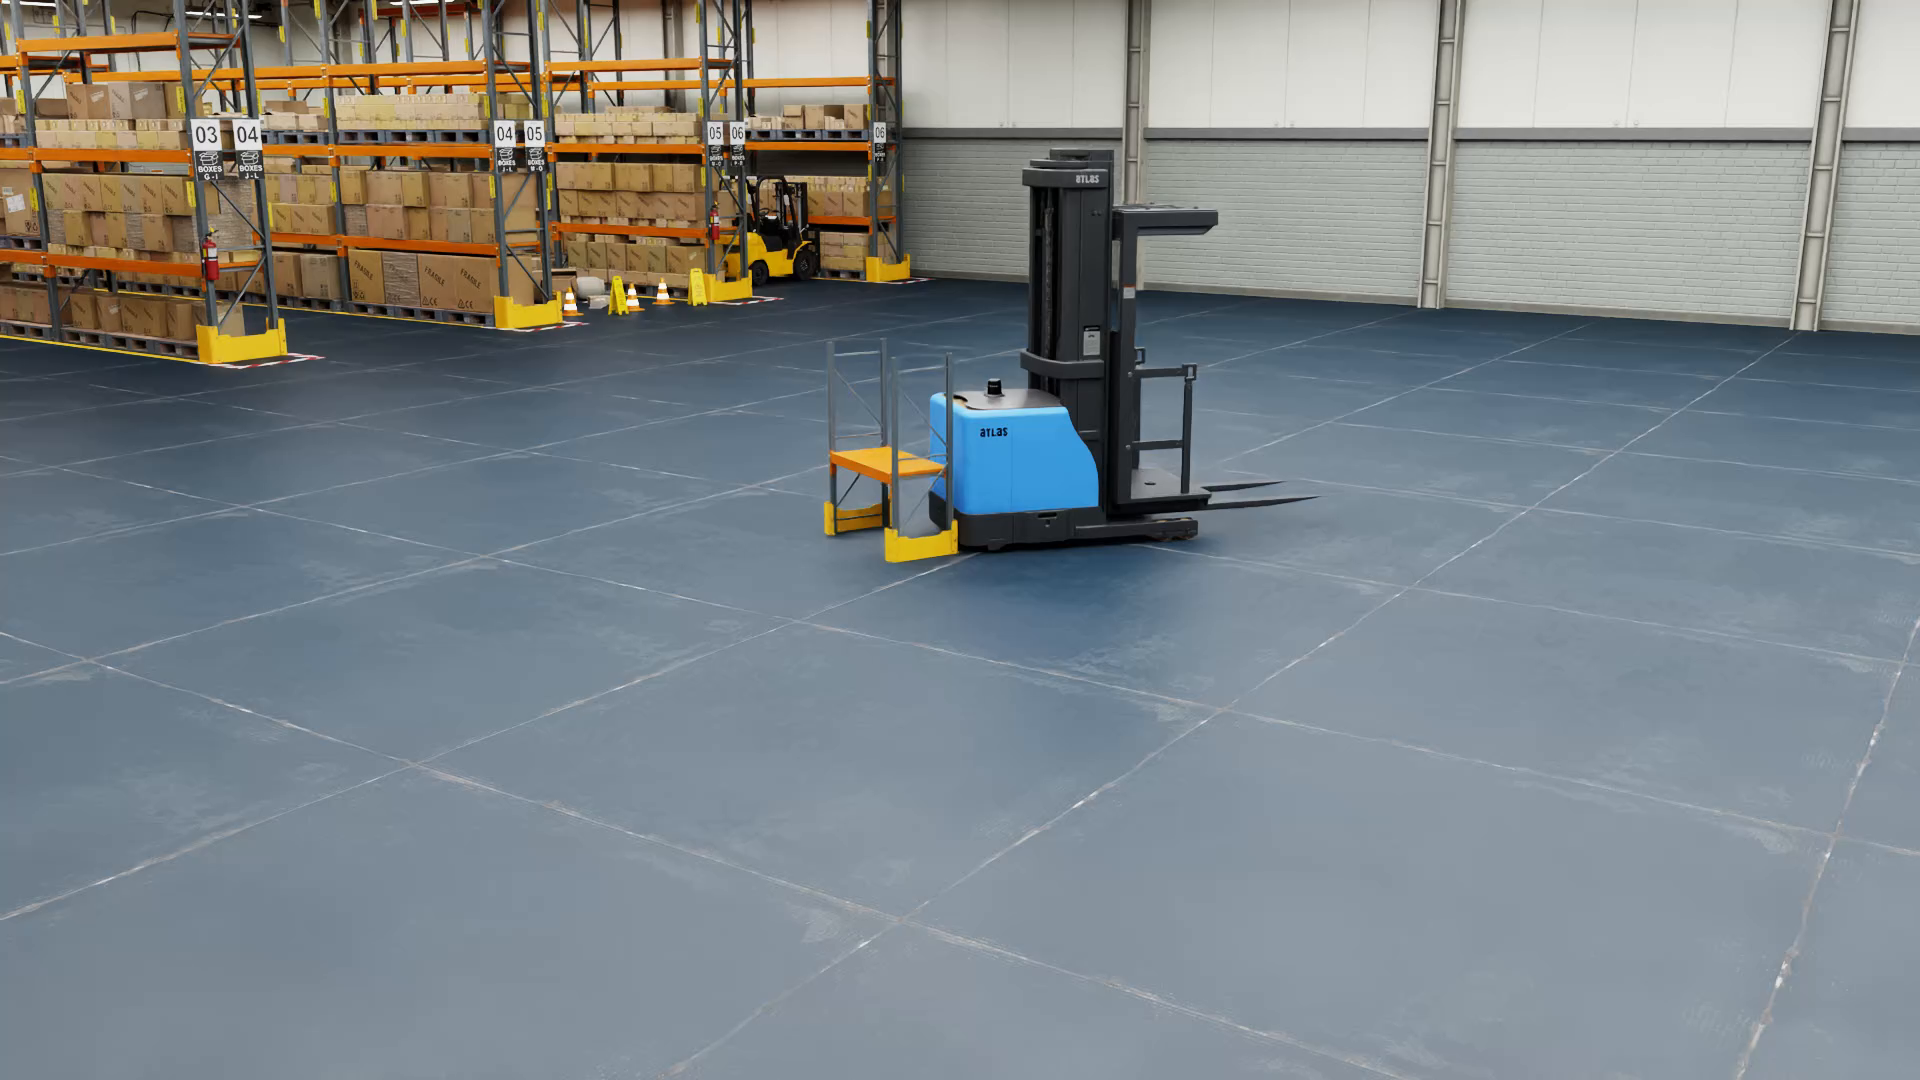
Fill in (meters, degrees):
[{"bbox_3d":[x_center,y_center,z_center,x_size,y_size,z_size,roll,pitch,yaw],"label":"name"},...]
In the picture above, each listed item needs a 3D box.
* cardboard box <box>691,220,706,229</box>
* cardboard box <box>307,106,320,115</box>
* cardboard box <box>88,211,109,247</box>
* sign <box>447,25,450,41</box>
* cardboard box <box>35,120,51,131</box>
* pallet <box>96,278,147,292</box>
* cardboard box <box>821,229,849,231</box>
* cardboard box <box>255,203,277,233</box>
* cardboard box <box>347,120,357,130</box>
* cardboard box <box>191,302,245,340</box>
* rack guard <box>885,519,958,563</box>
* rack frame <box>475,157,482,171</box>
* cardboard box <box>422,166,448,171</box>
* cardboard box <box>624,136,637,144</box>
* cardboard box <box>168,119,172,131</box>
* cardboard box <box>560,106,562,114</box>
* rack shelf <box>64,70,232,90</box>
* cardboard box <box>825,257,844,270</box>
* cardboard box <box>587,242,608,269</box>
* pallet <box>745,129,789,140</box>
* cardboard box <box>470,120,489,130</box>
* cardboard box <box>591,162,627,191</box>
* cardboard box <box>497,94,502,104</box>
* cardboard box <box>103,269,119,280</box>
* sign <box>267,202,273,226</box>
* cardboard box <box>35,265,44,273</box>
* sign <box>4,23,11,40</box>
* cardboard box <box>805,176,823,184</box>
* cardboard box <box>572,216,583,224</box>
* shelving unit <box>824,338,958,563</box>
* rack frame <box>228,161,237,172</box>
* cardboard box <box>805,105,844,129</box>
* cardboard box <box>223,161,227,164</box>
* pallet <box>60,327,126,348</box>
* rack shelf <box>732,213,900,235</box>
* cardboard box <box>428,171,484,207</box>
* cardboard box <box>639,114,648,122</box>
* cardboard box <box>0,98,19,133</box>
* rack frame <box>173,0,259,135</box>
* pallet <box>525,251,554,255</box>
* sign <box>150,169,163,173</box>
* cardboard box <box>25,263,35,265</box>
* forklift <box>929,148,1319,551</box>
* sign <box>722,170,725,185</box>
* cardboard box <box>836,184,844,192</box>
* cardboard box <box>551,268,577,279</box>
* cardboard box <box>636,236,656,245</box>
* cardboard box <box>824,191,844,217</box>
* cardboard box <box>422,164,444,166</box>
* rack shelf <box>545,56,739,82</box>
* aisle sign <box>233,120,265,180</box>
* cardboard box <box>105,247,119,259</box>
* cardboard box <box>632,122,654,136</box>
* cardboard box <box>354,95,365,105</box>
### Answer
[{"bbox_3d":[-4.721,-5.818,30.607,0.250,0.149,0.380,10,17,35],"label":"cardboard box"},{"bbox_3d":[-14.620,-9.420,37.101,0.500,0.500,0.500,10,17,34],"label":"cardboard box"},{"bbox_3d":[-11.936,-4.492,23.901,0.500,0.500,0.875,9,17,33],"label":"cardboard box"},{"bbox_3d":[-10.635,-10.519,34.480,0.005,0.325,0.100,9,17,33],"label":"sign"},{"bbox_3d":[-13.044,-5.965,23.917,0.250,0.149,0.380,9,16,31],"label":"cardboard box"},{"bbox_3d":[-16.281,-5.084,32.920,1.213,0.211,1.003,9,17,33],"label":"pallet"},{"bbox_3d":[-2.643,-6.515,35.667,0.500,0.250,0.500,9,17,32],"label":"cardboard box"},{"bbox_3d":[-12.133,-5.737,29.548,0.500,0.500,0.500,9,17,32],"label":"cardboard box"},{"bbox_3d":[-9.961,-6.904,27.669,0.250,0.149,0.380,9,17,33],"label":"cardboard box"},{"bbox_3d":[-10.331,-3.034,23.166,0.500,0.500,0.500,13,19,43],"label":"cardboard box"},{"bbox_3d":[-0.282,0.005,12.284,0.587,0.250,0.087,-8,16,-30],"label":"rack guard"},{"bbox_3d":[-11.482,-8.532,41.048,0.127,3.000,1.000,9,17,33],"label":"rack frame"},{"bbox_3d":[-11.202,-7.654,35.213,0.500,0.500,0.500,9,16,31],"label":"cardboard box"},{"bbox_3d":[-6.043,-7.456,30.981,0.250,0.149,0.380,9,16,32],"label":"cardboard box"},{"bbox_3d":[-10.377,-5.567,22.309,0.250,0.149,0.380,9,16,31],"label":"cardboard box"},{"bbox_3d":[-8.291,-8.522,33.162,0.500,0.250,0.500,9,16,32],"label":"cardboard box"},{"bbox_3d":[-15.268,-8.642,31.336,4.000,0.370,1.077,9,17,33],"label":"rack shelf"},{"bbox_3d":[-2.498,-5.861,35.104,0.500,0.250,0.500,9,17,33],"label":"cardboard box"},{"bbox_3d":[-6.821,-5.500,32.086,0.500,0.500,0.500,10,17,35],"label":"cardboard box"},{"bbox_3d":[-4.121,-8.763,35.923,1.213,0.211,1.003,9,17,33],"label":"pallet"},{"bbox_3d":[-7.435,-6.496,26.019,0.250,0.149,0.380,9,17,33],"label":"cardboard box"},{"bbox_3d":[-6.553,-6.900,31.545,0.500,0.500,0.700,9,16,32],"label":"cardboard box"},{"bbox_3d":[-7.277,-7.048,26.590,0.250,0.149,0.380,9,17,33],"label":"cardboard box"},{"bbox_3d":[-16.462,-5.380,32.642,0.500,0.500,0.500,10,17,35],"label":"cardboard box"},{"bbox_3d":[-9.520,-4.485,22.898,0.005,0.325,0.100,9,17,33],"label":"sign"},{"bbox_3d":[-18.699,-5.559,34.096,0.250,0.149,0.380,9,17,33],"label":"cardboard box"},{"bbox_3d":[-19.920,-10.628,34.757,0.005,0.325,0.100,9,17,33],"label":"sign"},{"bbox_3d":[-3.054,-7.588,35.056,0.250,0.149,0.380,10,17,34],"label":"cardboard box"},{"bbox_3d":[-7.290,-6.217,32.220,0.250,0.149,0.380,10,17,34],"label":"cardboard box"},{"bbox_3d":[-0.537,-0.705,12.549,0.587,1.500,1.083,-8,16,-30],"label":"shelving unit"},{"bbox_3d":[-13.608,-6.005,30.839,0.127,3.000,1.000,9,17,33],"label":"rack frame"},{"bbox_3d":[-2.822,-8.848,34.791,0.500,0.500,0.700,9,17,33],"label":"cardboard box"},{"bbox_3d":[-16.790,-8.714,38.144,0.250,0.149,0.380,9,16,31],"label":"cardboard box"},{"bbox_3d":[-12.564,-3.057,24.731,1.213,0.211,1.003,9,17,33],"label":"pallet"},{"bbox_3d":[-3.184,-6.842,35.717,4.000,0.370,1.077,9,17,33],"label":"rack shelf"},{"bbox_3d":[-8.153,-5.744,27.226,0.550,0.550,0.875,9,17,33],"label":"cardboard box"},{"bbox_3d":[-5.735,-7.832,30.840,0.250,0.149,0.380,9,16,31],"label":"cardboard box"},{"bbox_3d":[-14.258,-6.412,25.152,0.637,0.503,0.797,10,17,35],"label":"cardboard box"},{"bbox_3d":[-9.822,-6.869,21.844,0.127,3.000,1.000,9,17,33],"label":"rack frame"},{"bbox_3d":[-9.769,-6.914,40.312,1.213,0.211,1.003,9,17,33],"label":"pallet"},{"bbox_3d":[-21.169,-9.647,43.832,0.001,0.242,0.339,9,17,33],"label":"sign"},{"bbox_3d":[-19.081,-5.785,34.390,0.250,0.149,0.380,8,16,30],"label":"cardboard box"},{"bbox_3d":[1.330,-1.526,12.887,3.031,2.935,1.130,-4,15,-16],"label":"forklift"},{"bbox_3d":[-5.138,-7.873,36.142,0.005,0.325,0.100,9,17,33],"label":"sign"},{"bbox_3d":[-2.378,-7.352,34.723,0.250,0.149,0.380,10,17,34],"label":"cardboard box"},{"bbox_3d":[-7.481,-4.842,31.337,0.500,0.500,0.500,-4,14,-16],"label":"cardboard box"},{"bbox_3d":[-5.868,-5.642,31.310,0.250,0.149,0.380,10,17,35],"label":"cardboard box"},{"bbox_3d":[-2.504,-7.056,34.879,0.500,0.500,0.500,10,17,35],"label":"cardboard box"},{"bbox_3d":[-13.330,-9.189,41.832,0.500,0.500,0.500,10,17,34],"label":"cardboard box"},{"bbox_3d":[-5.951,-8.762,30.996,4.000,0.370,1.077,9,17,33],"label":"rack shelf"},{"bbox_3d":[-9.603,-5.270,22.460,0.004,0.787,0.394,9,17,33],"label":"aisle sign"},{"bbox_3d":[-11.879,-4.084,23.601,0.250,0.149,0.380,9,17,33],"label":"cardboard box"},{"bbox_3d":[-5.716,-7.612,30.779,0.500,0.250,0.500,10,17,34],"label":"cardboard box"},{"bbox_3d":[-9.755,-7.258,27.438,0.250,0.149,0.380,9,17,32],"label":"cardboard box"}]
